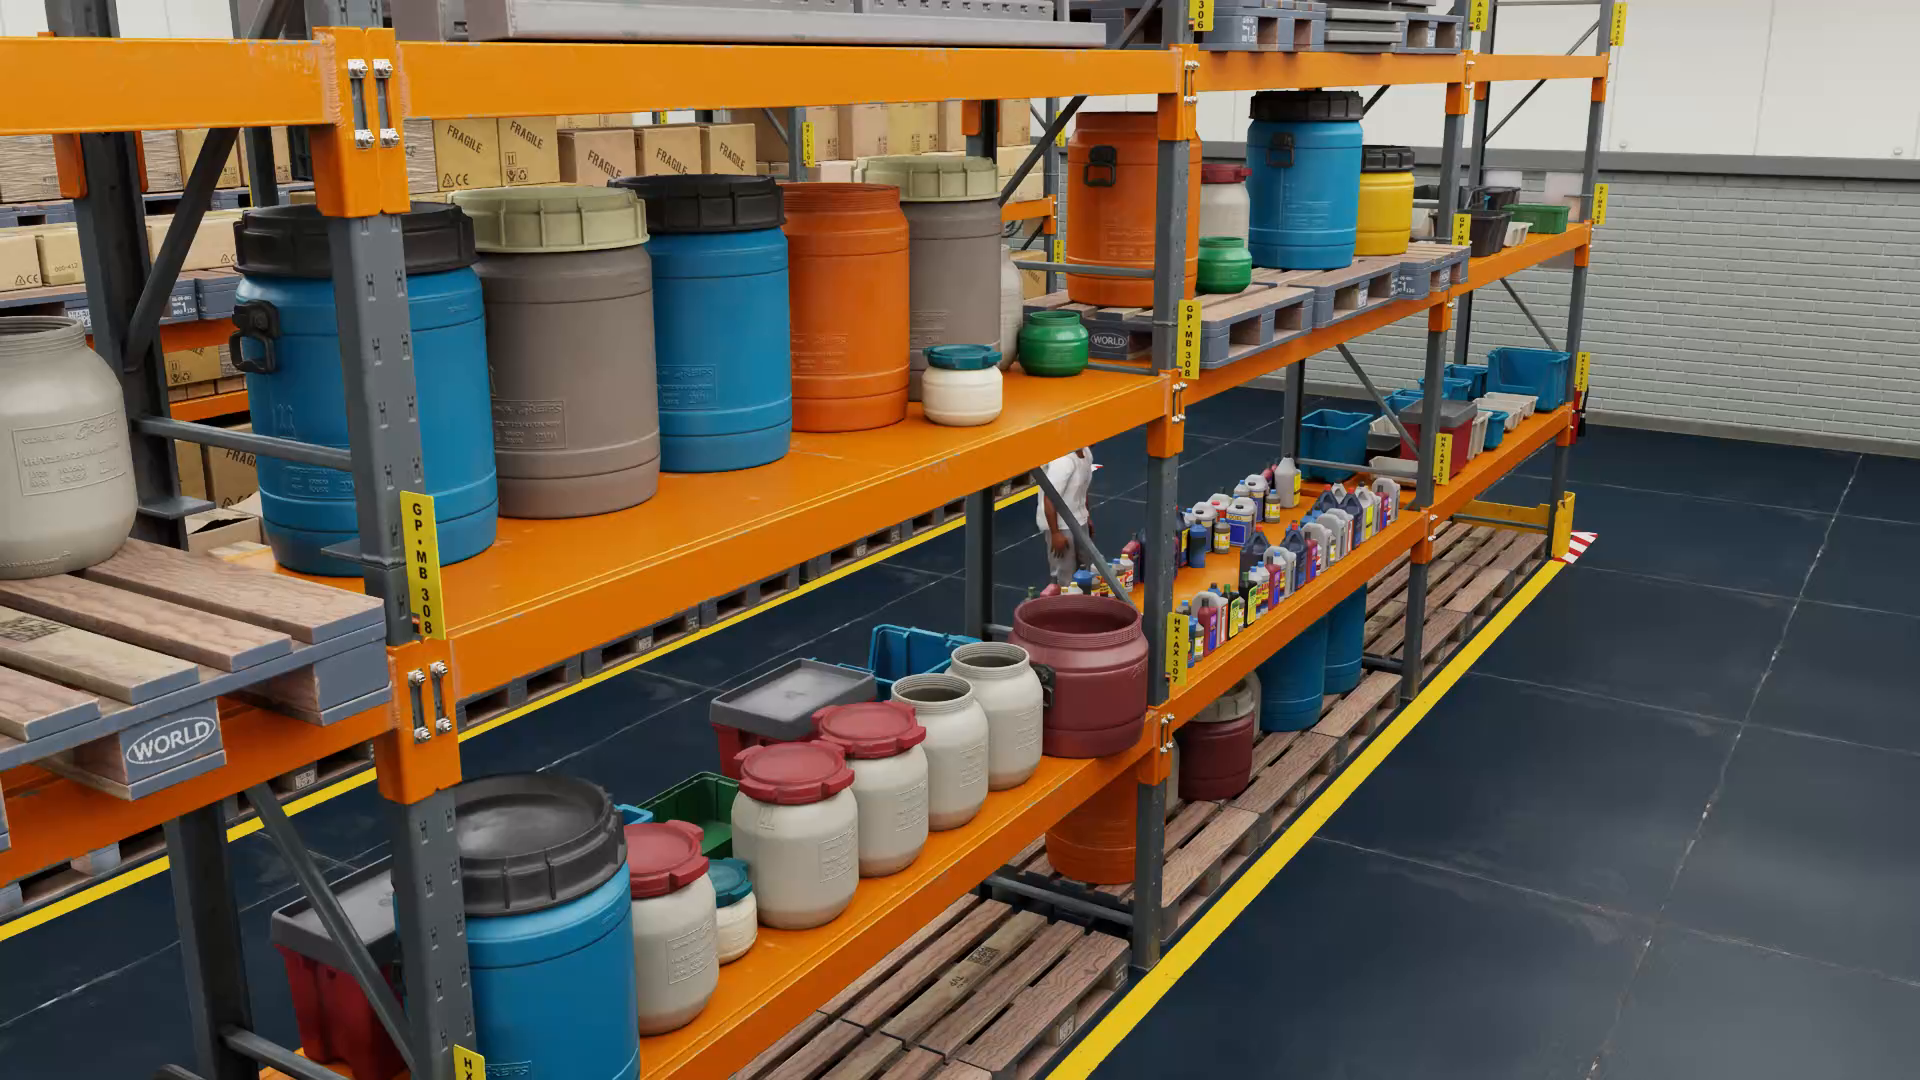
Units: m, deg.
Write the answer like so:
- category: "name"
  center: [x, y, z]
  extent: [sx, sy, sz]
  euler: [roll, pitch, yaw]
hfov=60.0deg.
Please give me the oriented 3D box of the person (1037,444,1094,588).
- category: "person"
  center: [0.792, -0.099, 11.843]
  extent: [0.459, 1.760, 0.634]
  euler: [8, 18, 27]
